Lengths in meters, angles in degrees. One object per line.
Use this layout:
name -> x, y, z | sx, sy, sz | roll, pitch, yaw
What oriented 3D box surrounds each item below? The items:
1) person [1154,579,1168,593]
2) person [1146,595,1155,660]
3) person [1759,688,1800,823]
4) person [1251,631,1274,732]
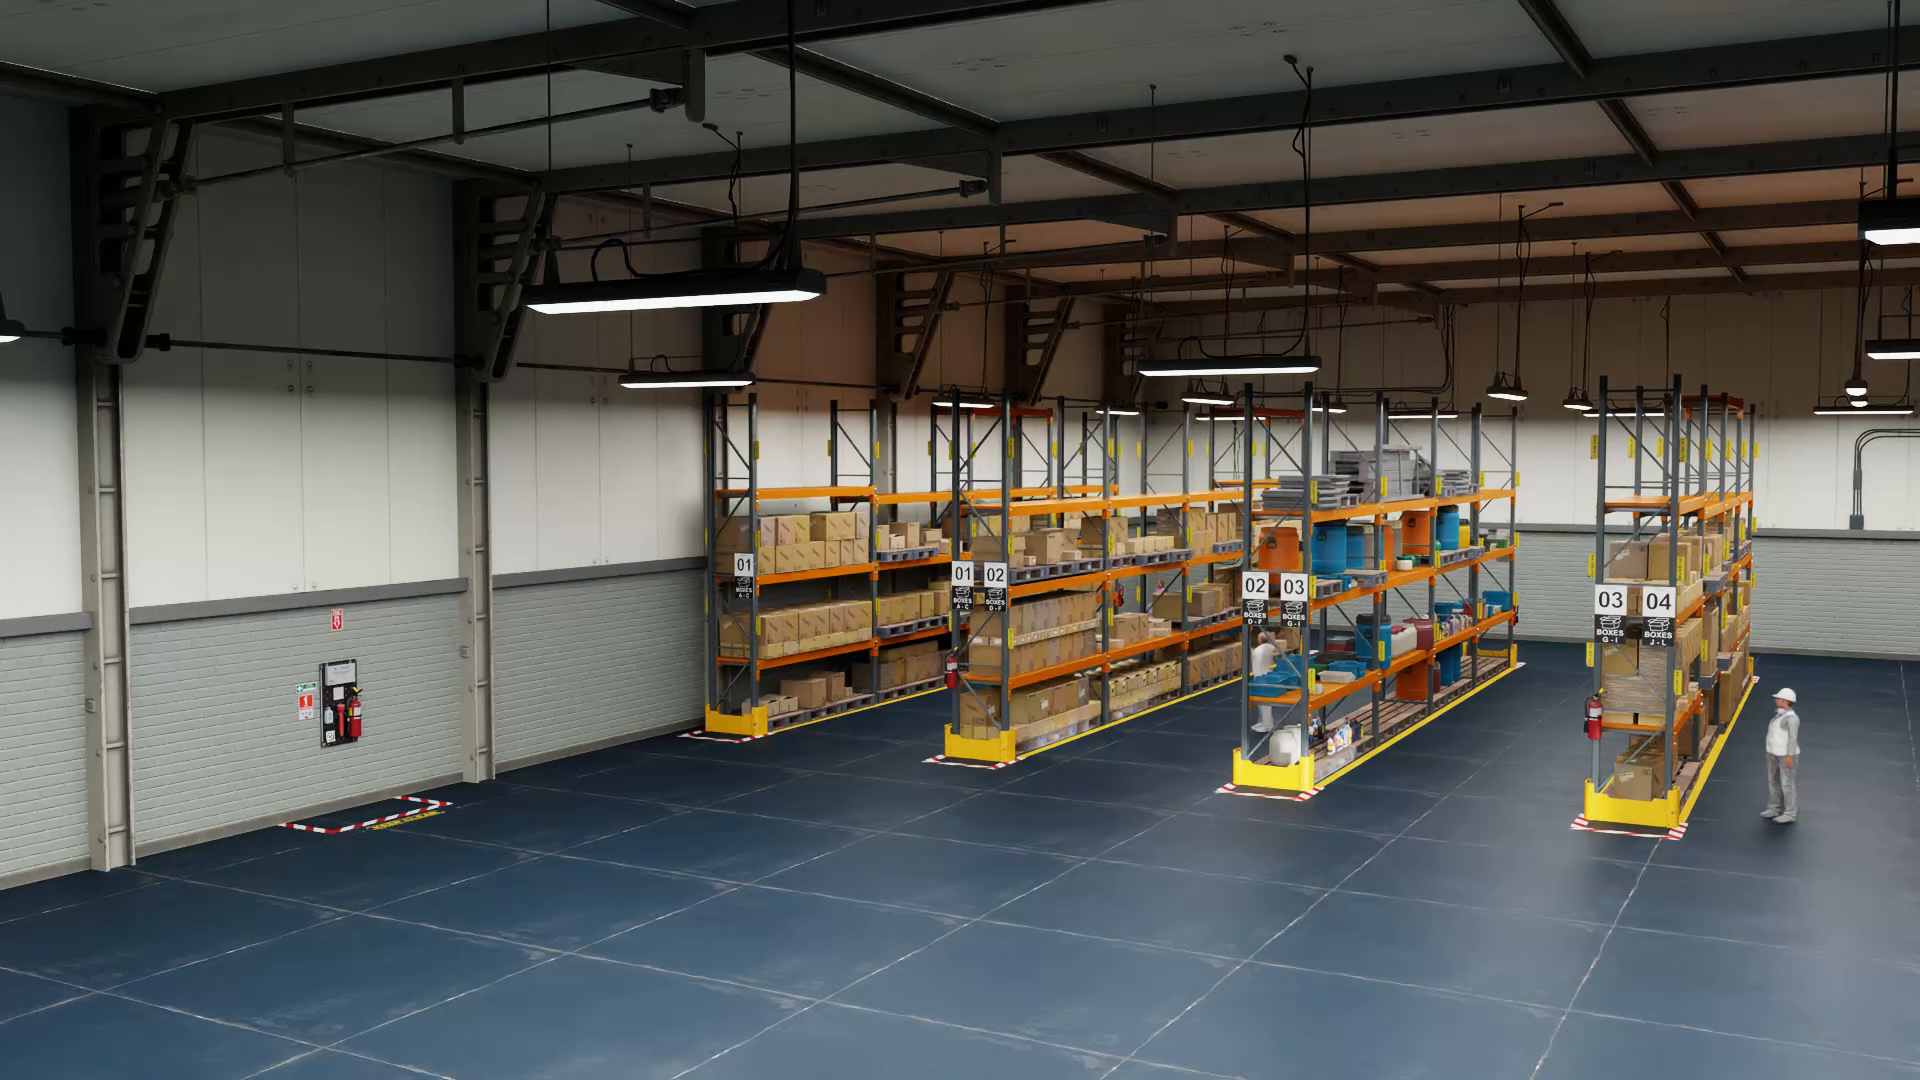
person -> 5.309, 1.821, 44.181 | 0.413, 1.580, 0.510 | 0, 3, -1
person -> 4.584, 2.077, 39.394 | 0.541, 1.599, 0.929 | 2, 4, 33
person -> 11.104, 2.892, 22.473 | 0.411, 1.781, 0.579 | -1, 3, -11
person -> 5.391, 2.512, 29.617 | 0.488, 1.806, 0.750 | 1, 3, 25
